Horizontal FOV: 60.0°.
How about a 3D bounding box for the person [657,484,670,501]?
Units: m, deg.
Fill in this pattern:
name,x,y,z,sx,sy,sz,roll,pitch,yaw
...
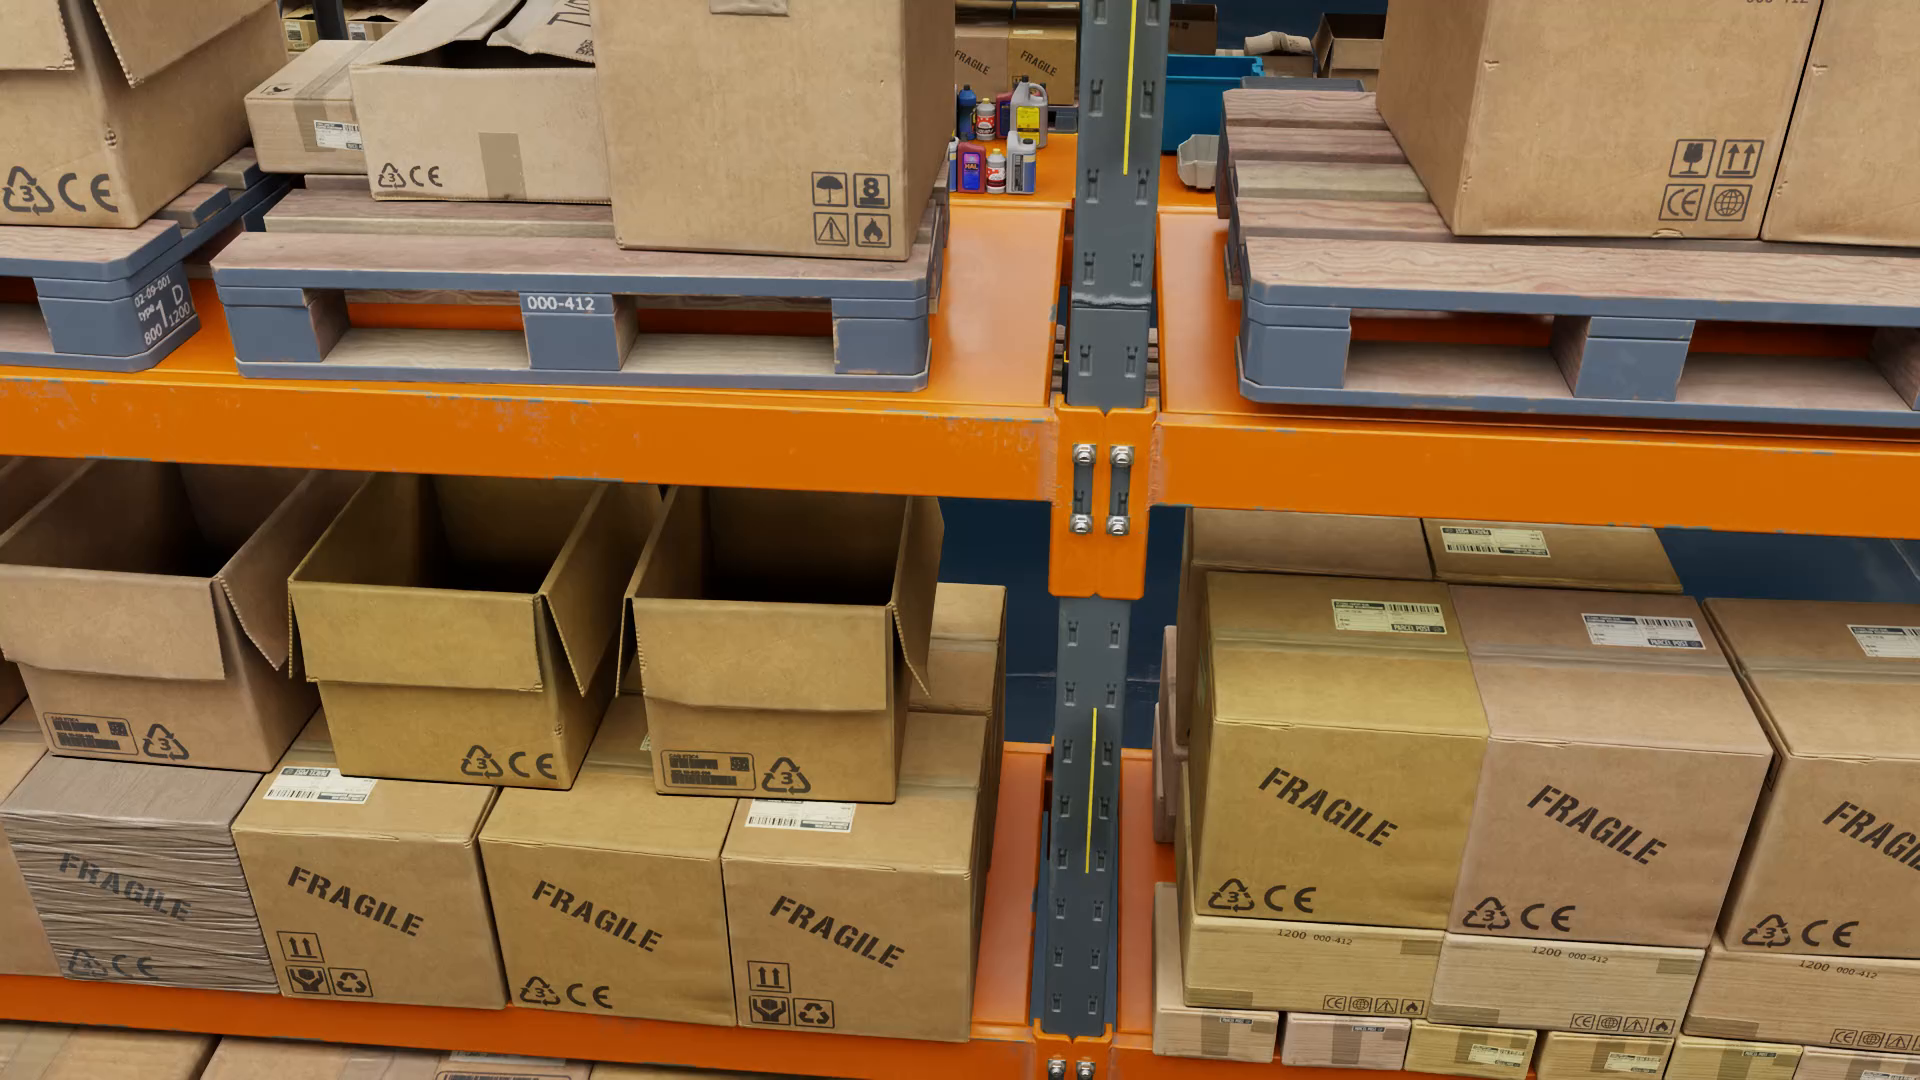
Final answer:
name,x,y,z,sx,sy,sz,roll,pitch,yaw
person,-1.094,-0.404,6.759,0.482,1.660,0.409,-9,33,-14
